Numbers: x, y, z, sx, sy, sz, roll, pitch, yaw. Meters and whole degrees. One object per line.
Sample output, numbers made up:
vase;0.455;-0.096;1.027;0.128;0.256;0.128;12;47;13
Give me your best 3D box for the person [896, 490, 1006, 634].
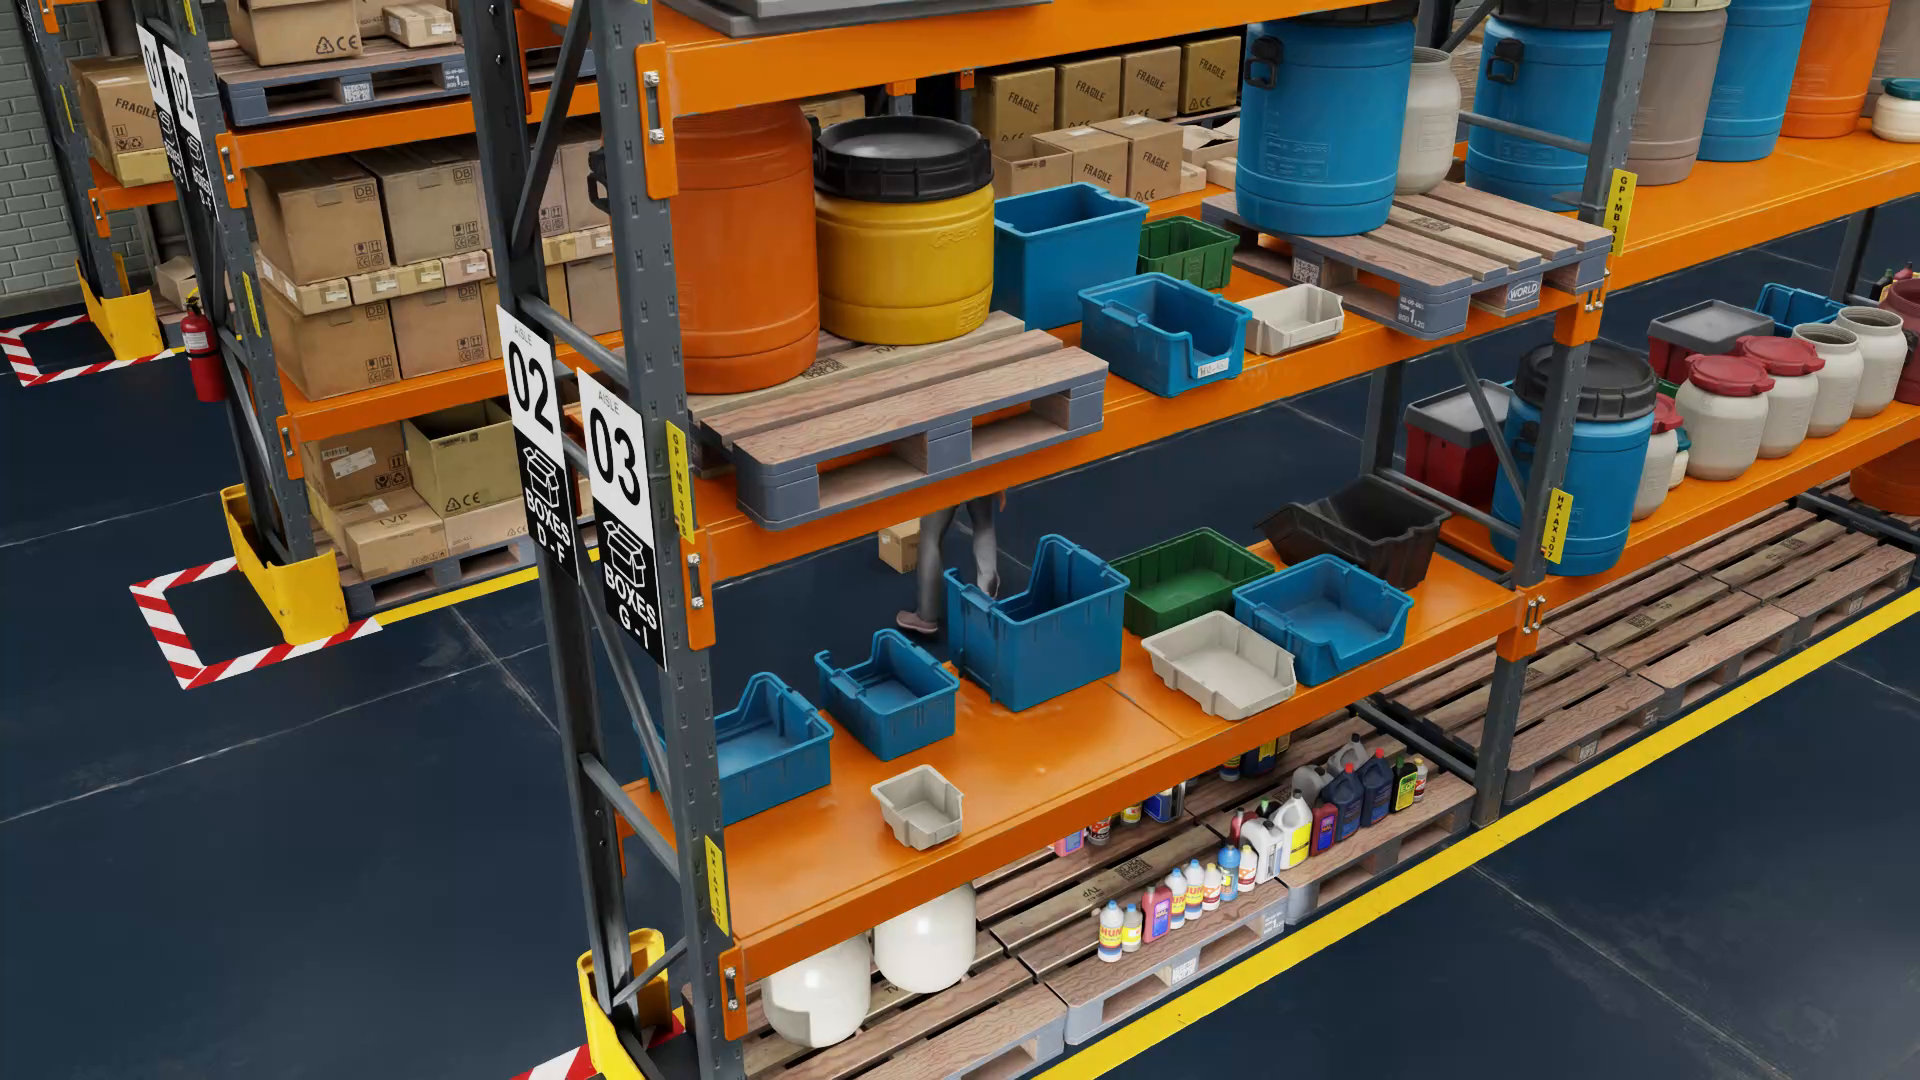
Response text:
person;-0.049;-0.317;9.185;0.683;1.631;0.652;-6;29;-10
